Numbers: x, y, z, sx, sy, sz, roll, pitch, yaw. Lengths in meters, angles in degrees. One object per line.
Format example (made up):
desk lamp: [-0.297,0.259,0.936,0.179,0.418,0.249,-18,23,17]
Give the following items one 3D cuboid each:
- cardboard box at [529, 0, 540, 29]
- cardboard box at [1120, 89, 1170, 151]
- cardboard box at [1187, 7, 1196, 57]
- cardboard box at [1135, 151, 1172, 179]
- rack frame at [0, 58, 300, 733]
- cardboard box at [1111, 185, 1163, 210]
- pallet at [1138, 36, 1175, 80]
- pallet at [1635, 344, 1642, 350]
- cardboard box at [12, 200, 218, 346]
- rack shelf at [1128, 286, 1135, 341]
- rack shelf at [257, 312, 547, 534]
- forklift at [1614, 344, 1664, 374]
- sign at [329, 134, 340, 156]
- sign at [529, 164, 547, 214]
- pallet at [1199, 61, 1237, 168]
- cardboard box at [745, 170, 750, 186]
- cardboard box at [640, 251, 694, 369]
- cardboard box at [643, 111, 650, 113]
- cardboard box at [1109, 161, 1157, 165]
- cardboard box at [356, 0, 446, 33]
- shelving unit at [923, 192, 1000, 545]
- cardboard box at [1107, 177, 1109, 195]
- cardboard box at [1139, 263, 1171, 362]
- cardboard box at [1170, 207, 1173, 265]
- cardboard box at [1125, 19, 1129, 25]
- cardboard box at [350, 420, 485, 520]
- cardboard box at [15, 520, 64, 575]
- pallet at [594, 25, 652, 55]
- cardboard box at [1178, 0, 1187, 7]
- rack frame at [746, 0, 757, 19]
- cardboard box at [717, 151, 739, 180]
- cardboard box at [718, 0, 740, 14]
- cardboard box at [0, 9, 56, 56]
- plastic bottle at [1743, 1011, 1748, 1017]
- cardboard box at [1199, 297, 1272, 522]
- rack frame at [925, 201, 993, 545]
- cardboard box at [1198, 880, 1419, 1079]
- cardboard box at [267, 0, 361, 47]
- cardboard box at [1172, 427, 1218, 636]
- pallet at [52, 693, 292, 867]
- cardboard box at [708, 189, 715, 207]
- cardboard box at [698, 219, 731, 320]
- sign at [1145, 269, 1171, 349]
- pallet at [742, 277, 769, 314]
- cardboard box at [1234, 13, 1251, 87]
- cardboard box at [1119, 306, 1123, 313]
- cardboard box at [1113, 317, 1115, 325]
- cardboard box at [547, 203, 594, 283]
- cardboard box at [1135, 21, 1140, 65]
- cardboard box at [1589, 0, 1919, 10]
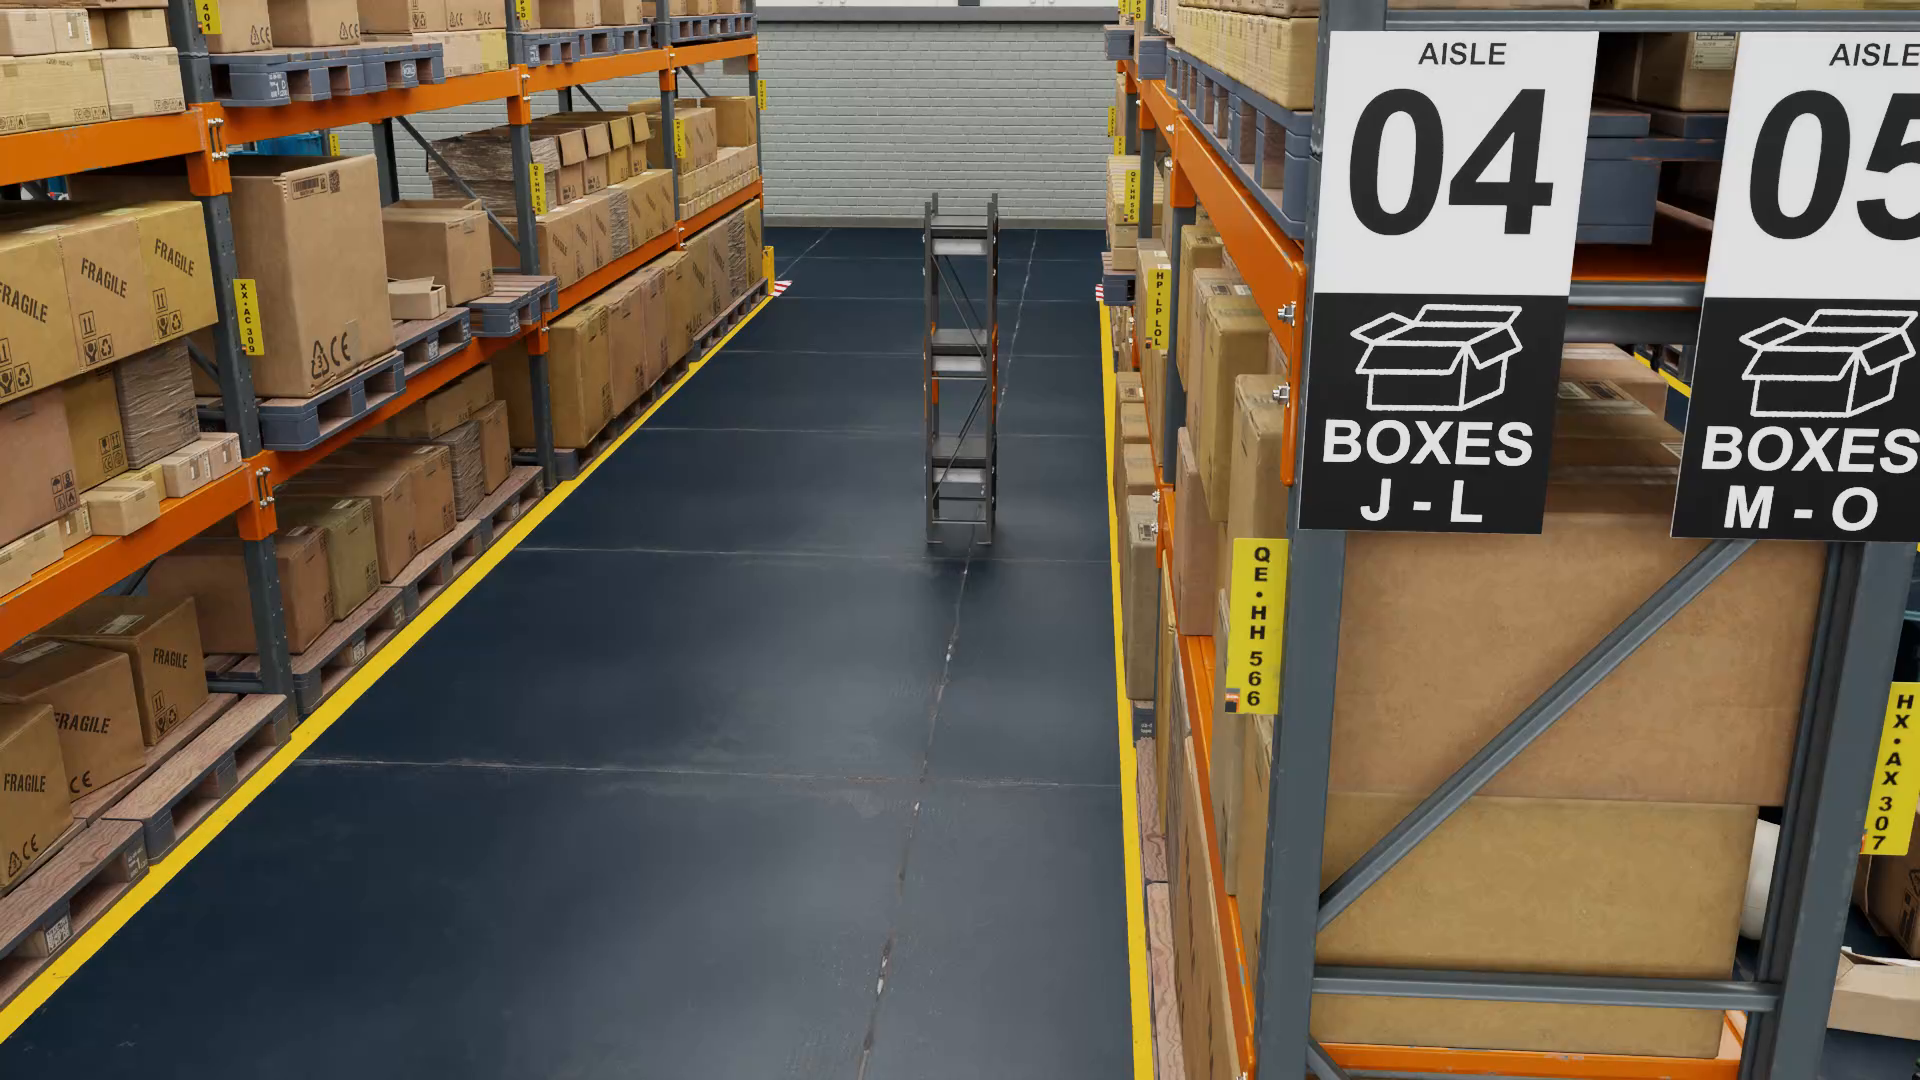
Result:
cardboard box: [-3.361,-3.928,11.941,0.500,0.500,0.500,2,18,7]
cardboard box: [1.684,-3.711,14.686,0.500,0.500,0.500,1,18,2]
cardboard box: [0.927,-1.622,5.307,0.380,0.149,0.250,1,18,3]
cardboard box: [1.673,-3.240,14.856,0.500,0.500,0.500,1,18,4]
rack frame: [-3.593,-0.552,7.291,1.000,3.000,0.127,1,18,4]
cardboard box: [1.266,-2.420,11.765,0.380,0.149,0.250,2,18,6]
pallet: [1.640,-2.787,9.597,1.213,0.211,1.003,2,18,6]
pallet: [7.082,-2.105,16.508,1.003,0.211,1.213,1,18,4]
cardboard box: [-3.351,-1.070,6.628,0.500,0.500,0.500,1,18,4]
rack shelf: [1.777,-1.932,12.656,1.077,0.370,4.000,1,18,4]
rack shelf: [-3.450,-0.831,9.299,1.077,0.370,4.000,1,18,4]
forklift: [3.616,-1.401,9.990,1.130,2.935,3.031,1,18,2]
sign: [-7.124,-4.460,18.955,0.100,0.325,0.005,1,18,4]
sign: [-2.765,-2.298,10.886,0.100,0.325,0.005,1,18,4]
pallet: [1.187,-1.162,4.476,1.003,0.211,1.213,1,18,4]
cardboard box: [-2.466,-3.883,17.859,0.380,0.149,0.250,1,18,4]
cardboard box: [-3.046,-2.027,14.531,1.225,0.875,0.875,1,18,4]
cardboard box: [-3.214,-3.768,15.662,0.500,0.500,0.500,1,18,4]
cardboard box: [1.398,-2.979,13.472,0.380,0.149,0.250,1,18,4]
cardboard box: [-3.168,-3.038,9.098,0.500,0.500,0.500,2,18,5]
shelving unit: [0.012,-1.049,10.253,0.431,2.100,0.503,1,18,4]
cardboard box: [1.416,-2.924,13.780,0.380,0.149,0.250,1,18,3]
cardboard box: [1.262,-1.252,9.266,0.500,0.500,0.500,1,18,4]
cardboard box: [1.522,-1.719,9.087,0.700,0.500,0.500,1,18,3]
cardboard box: [1.686,-4.407,14.480,0.500,0.250,0.500,2,18,5]
cardboard box: [-3.362,-0.435,10.240,0.700,0.500,0.500,0,18,-1]
cardboard box: [-3.455,0.028,5.925,0.380,0.149,0.250,1,18,4]
pallet: [-3.036,-4.085,13.564,0.805,0.209,1.217,1,18,2]
cardboard box: [1.032,-2.007,5.842,0.500,0.250,0.500,1,18,4]
rack frame: [-2.733,-7.130,17.731,1.000,3.000,0.127,1,18,4]
cardboard box: [-2.576,-3.877,17.201,0.500,0.250,0.500,1,18,2]
cardboard box: [-2.717,-5.836,17.605,0.700,0.500,0.500,0,18,1]
cardboard box: [-3.365,-1.741,5.703,0.380,0.149,0.250,1,18,2]
plastic bottle: [2.637,1.577,5.511,0.283,0.061,0.133,-5,19,-15]
cardboard box: [1.156,-0.378,4.784,0.875,0.550,0.500,1,18,4]
rack frame: [-0.006,-0.973,10.022,0.400,2.100,0.015,1,18,4]
cardboard box: [1.042,1.430,3.979,0.875,0.875,0.875,1,18,4]
cardboard box: [-3.394,-2.663,8.074,0.797,0.503,0.637,2,18,6]
cardboard box: [1.159,-0.030,5.457,0.875,0.550,0.550,1,18,4]
pallet: [-3.606,0.982,7.086,1.003,0.211,1.213,1,18,4]
cardboard box: [-2.595,-3.326,16.161,0.380,0.149,0.250,1,18,3]
cardboard box: [-2.828,-2.709,16.612,0.875,0.875,0.875,1,18,4]
sign: [0.805,-0.932,6.717,0.100,0.325,0.005,1,18,4]
pallet: [-2.712,-2.704,18.336,1.003,0.211,1.213,1,18,4]
cardboard box: [0.801,-1.068,3.617,0.380,0.149,0.250,1,18,4]
cardboard box: [1.603,-2.039,13.965,0.500,0.250,0.500,0,18,1]
cardboard box: [1.682,-2.190,16.194,0.380,0.149,0.250,1,18,4]
cardboard box: [-2.966,-2.147,11.998,0.500,0.500,0.500,1,18,2]
cardboard box: [1.444,-3.464,11.199,0.500,0.500,0.500,1,18,4]
cardboard box: [1.350,-1.054,2.935,0.500,0.250,0.500,1,18,4]
